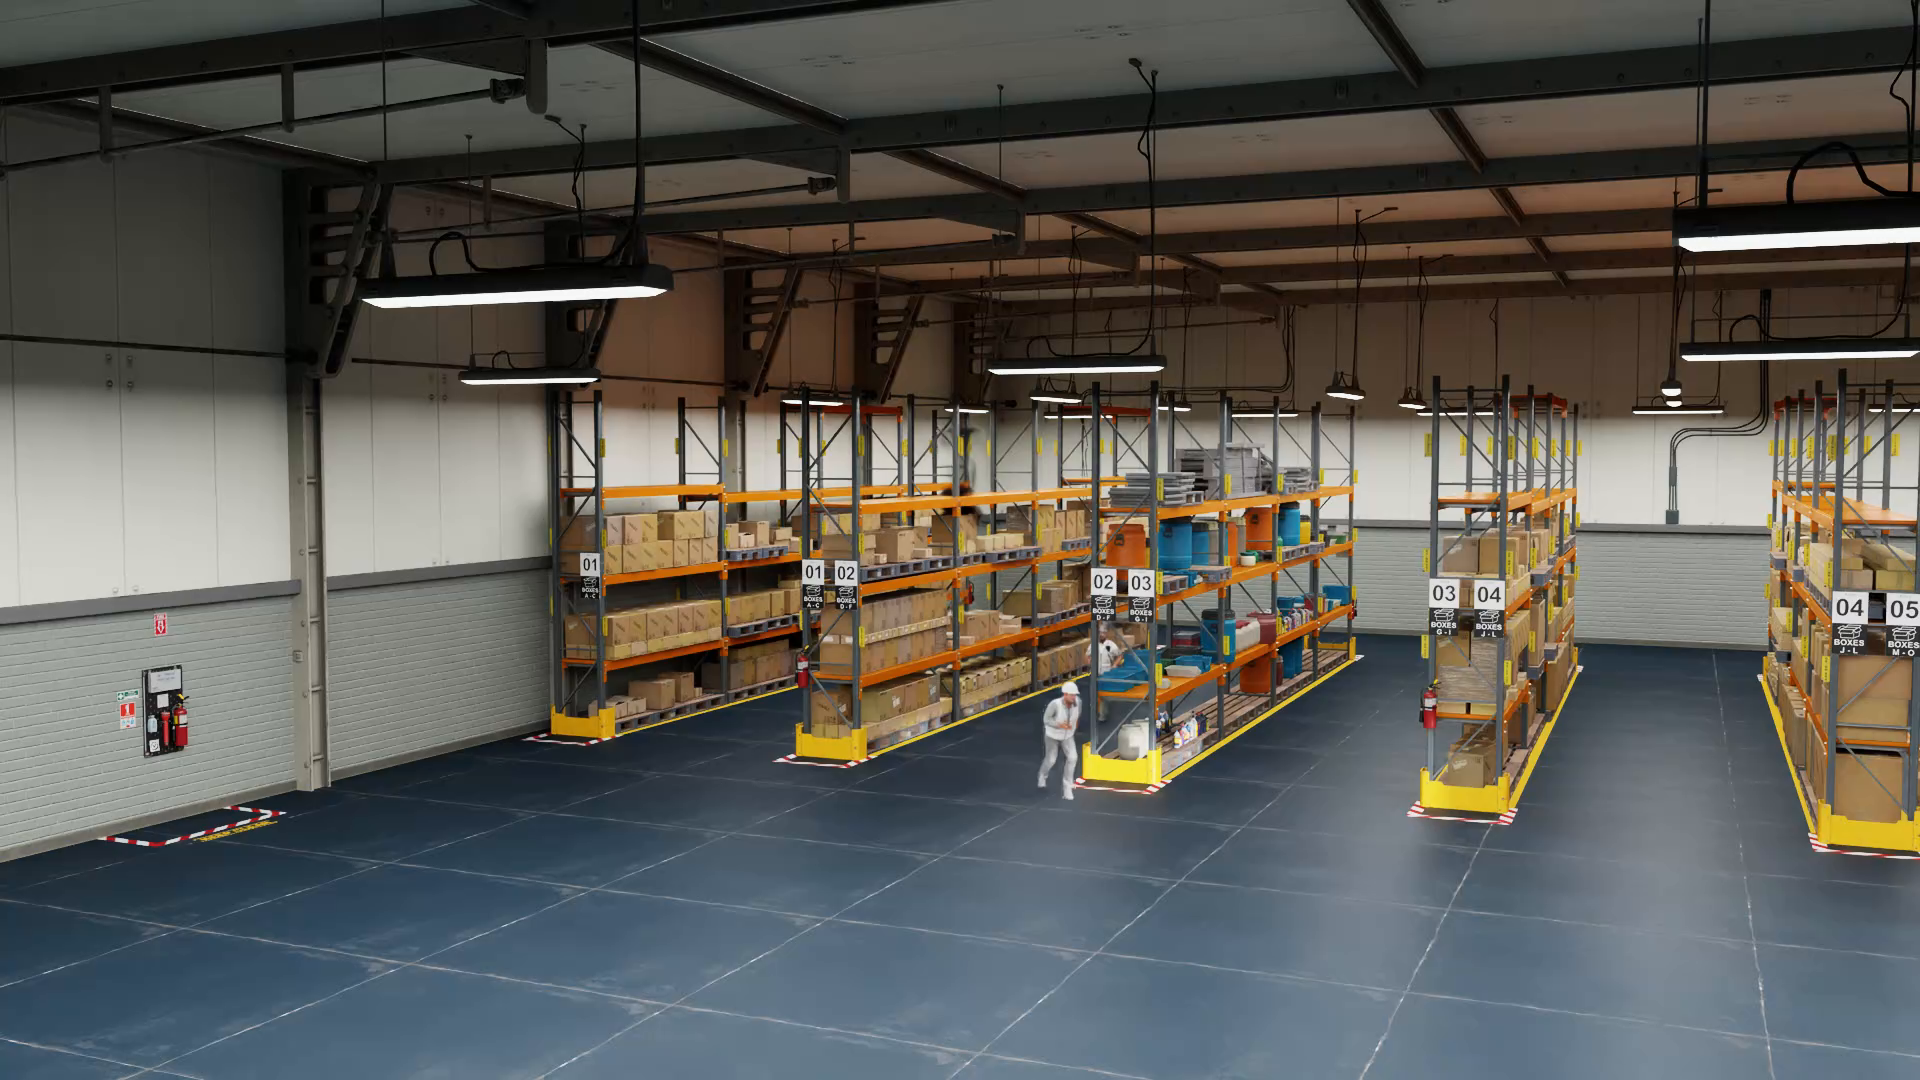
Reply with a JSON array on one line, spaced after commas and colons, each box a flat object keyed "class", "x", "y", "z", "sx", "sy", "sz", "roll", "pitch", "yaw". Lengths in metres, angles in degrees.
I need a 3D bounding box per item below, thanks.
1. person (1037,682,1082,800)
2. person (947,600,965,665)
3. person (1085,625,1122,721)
[{"class": "person", "x": 1.432, "y": 2.865, "z": 23.983, "sx": 0.702, "sy": 1.732, "sz": 1.025, "roll": -2, "pitch": 4, "yaw": -26}, {"class": "person", "x": -0.154, "y": 2.147, "z": 36.779, "sx": 0.543, "sy": 1.661, "sz": 0.529, "roll": 2, "pitch": 4, "yaw": 29}, {"class": "person", "x": 2.635, "y": 2.433, "z": 30.669, "sx": 0.674, "sy": 1.740, "sz": 0.782, "roll": 1, "pitch": 3, "yaw": 16}]
